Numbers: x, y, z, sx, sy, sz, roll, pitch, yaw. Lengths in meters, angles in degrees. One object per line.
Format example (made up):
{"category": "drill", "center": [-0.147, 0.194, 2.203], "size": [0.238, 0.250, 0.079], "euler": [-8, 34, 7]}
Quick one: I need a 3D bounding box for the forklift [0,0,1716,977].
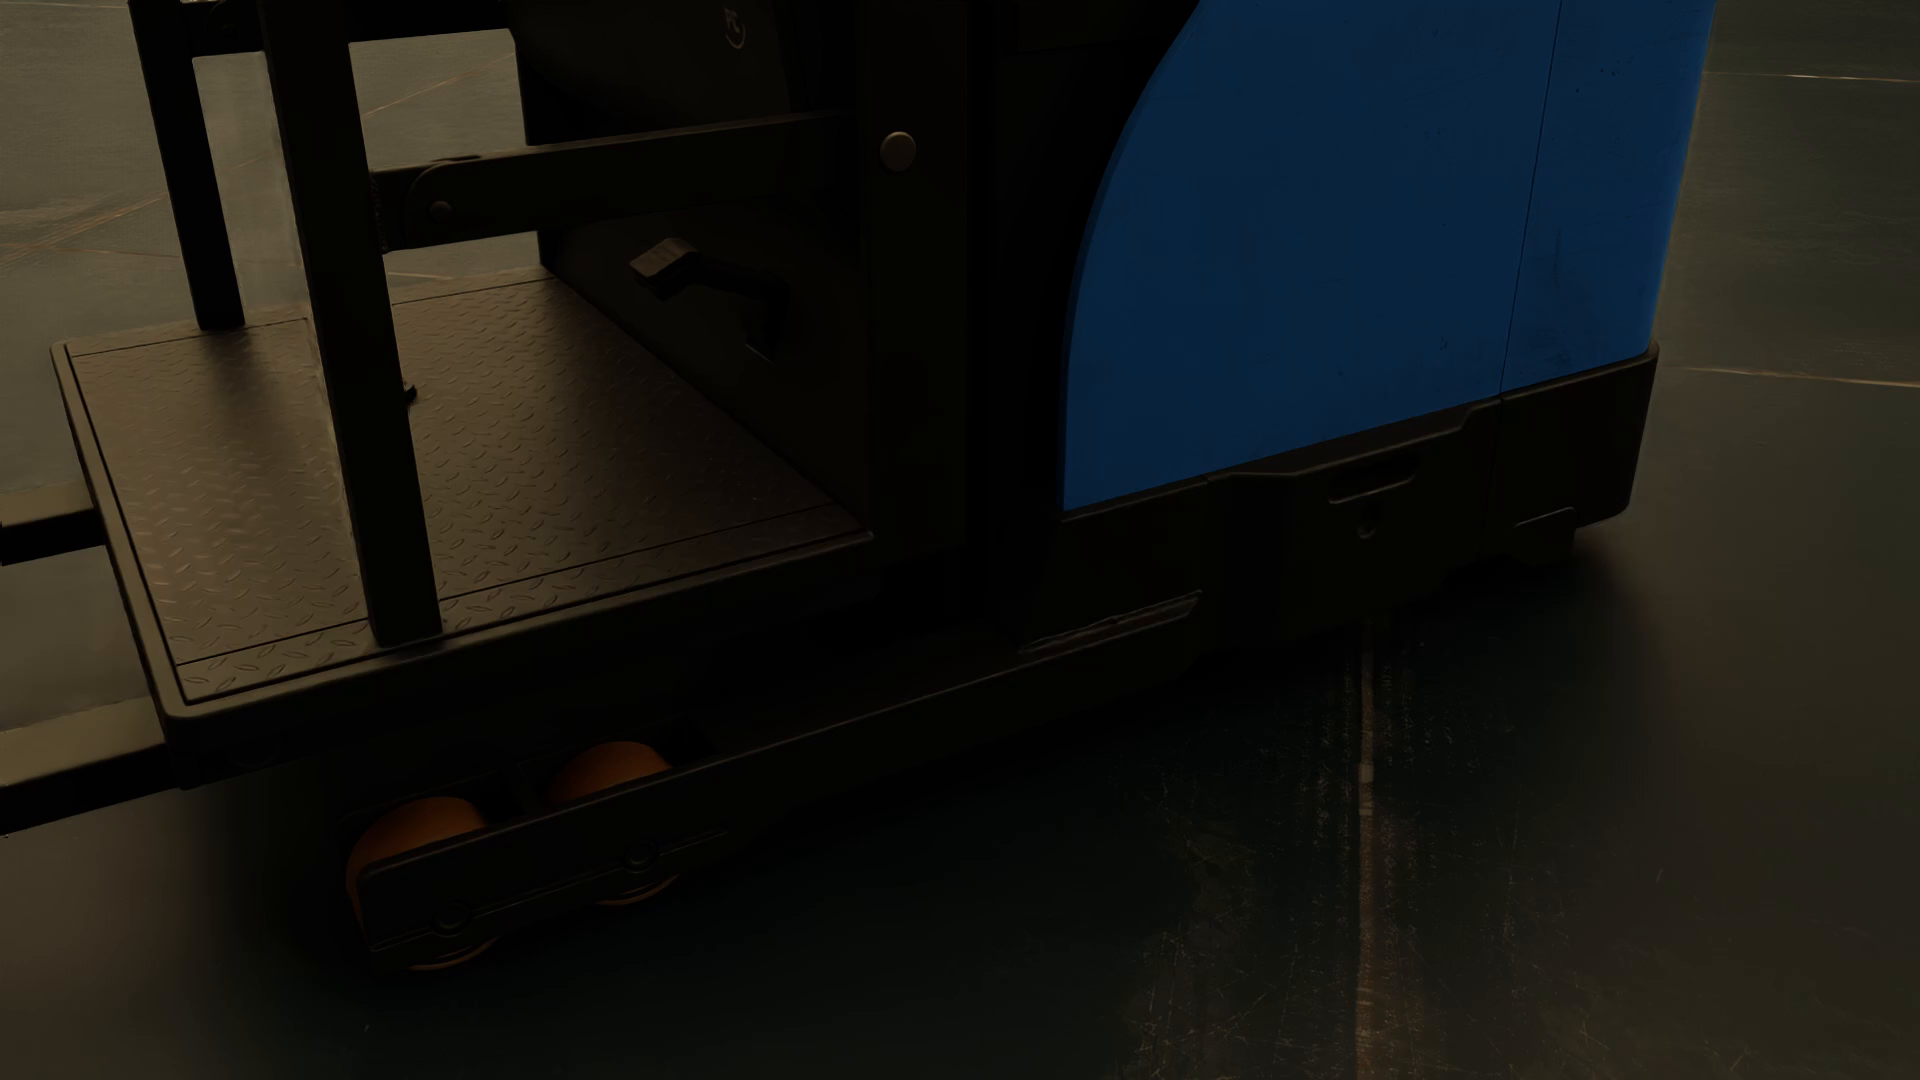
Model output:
{"category": "forklift", "center": [-0.536, -1.154, 1.534], "size": [3.031, 2.935, 1.130], "euler": [-15, 30, -27]}
